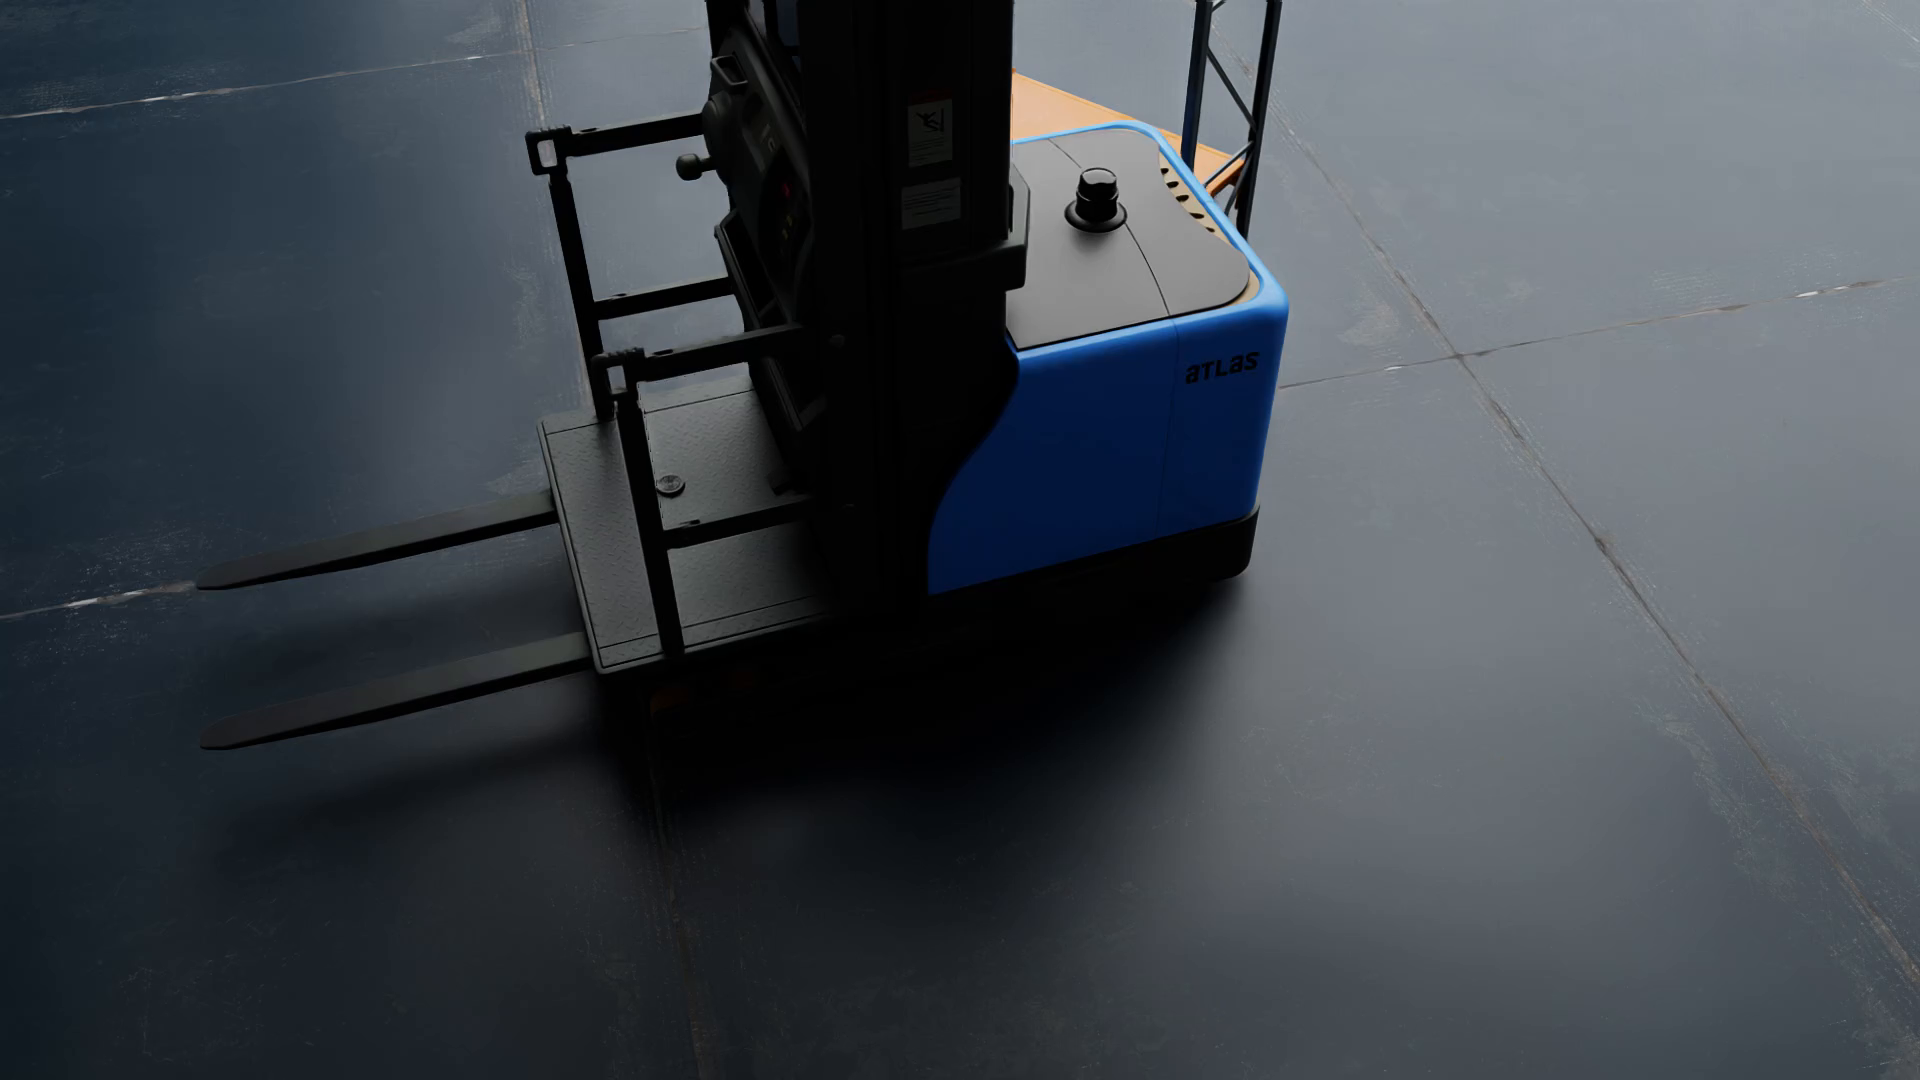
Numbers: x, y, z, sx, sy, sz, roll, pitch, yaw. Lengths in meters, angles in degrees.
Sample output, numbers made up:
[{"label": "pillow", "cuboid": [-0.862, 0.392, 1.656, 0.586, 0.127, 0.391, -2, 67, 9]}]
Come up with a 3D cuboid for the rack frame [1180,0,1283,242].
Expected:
[{"label": "rack frame", "cuboid": [0.836, -1.187, 5.363, 0.032, 1.500, 0.500, 28, 52, 25]}]

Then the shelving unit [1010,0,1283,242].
[{"label": "shelving unit", "cuboid": [0.423, -1.409, 5.581, 1.083, 1.500, 0.587, 28, 52, 25]}]

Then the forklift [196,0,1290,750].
[{"label": "forklift", "cuboid": [-0.683, -0.892, 4.072, 3.031, 2.935, 1.130, -14, 47, -13]}]

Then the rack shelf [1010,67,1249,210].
[{"label": "rack shelf", "cuboid": [0.430, -1.280, 5.706, 1.000, 0.185, 0.538, 28, 52, 25]}]
